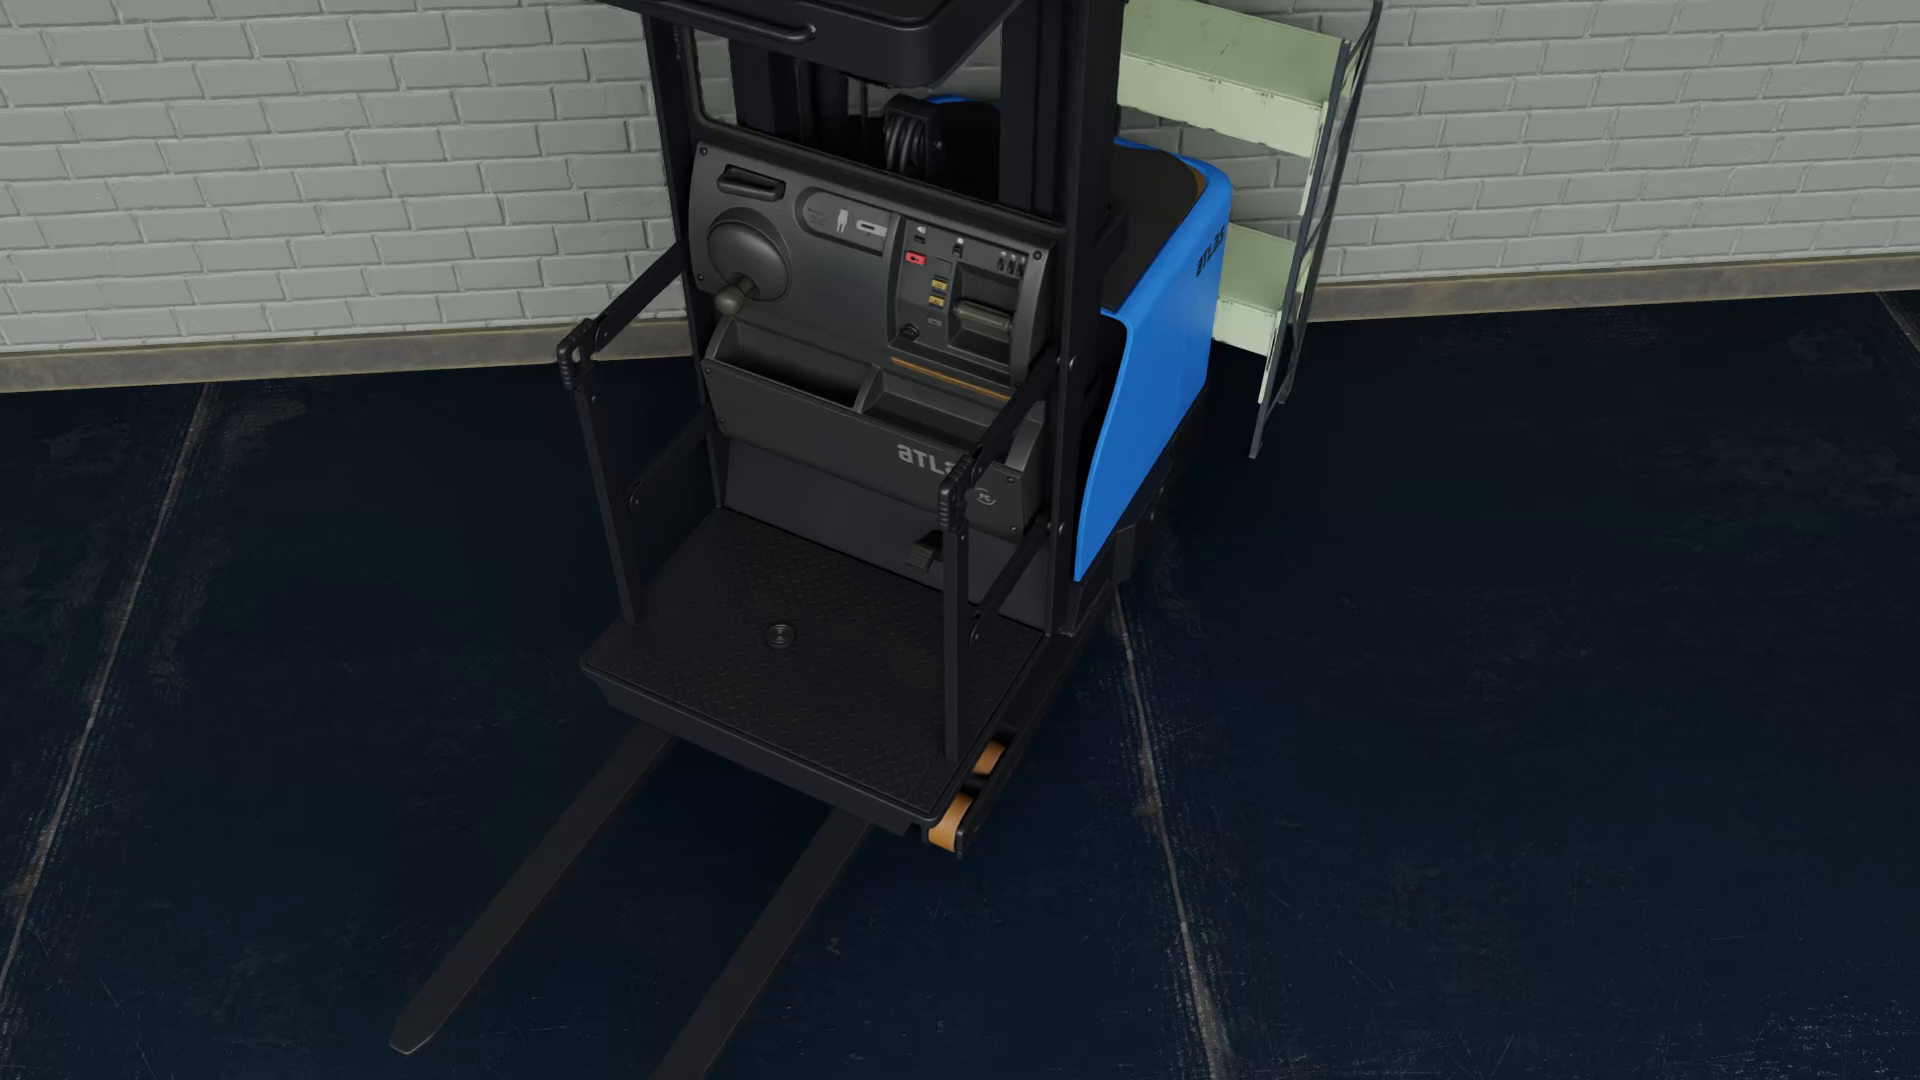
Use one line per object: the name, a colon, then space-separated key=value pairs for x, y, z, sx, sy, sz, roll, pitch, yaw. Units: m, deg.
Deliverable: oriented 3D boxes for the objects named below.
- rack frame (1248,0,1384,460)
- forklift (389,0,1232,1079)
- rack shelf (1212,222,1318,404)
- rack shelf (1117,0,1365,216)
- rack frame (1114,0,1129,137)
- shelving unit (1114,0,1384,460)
rack frame: x=1.077 y=-0.919 z=5.076 sx=0.023 sy=1.500 sz=0.400 roll=20 pitch=48 yaw=16
forklift: x=-0.327 y=-0.553 z=3.755 sx=1.130 sy=2.935 sz=3.031 roll=21 pitch=50 yaw=19
rack shelf: x=0.734 y=-0.813 z=5.410 sx=0.720 sy=0.370 sz=0.431 roll=20 pitch=48 yaw=16
rack shelf: x=0.762 y=-1.313 z=4.898 sx=0.720 sy=0.370 sz=0.431 roll=20 pitch=48 yaw=16
rack frame: x=0.417 y=-1.162 z=5.277 sx=0.023 sy=1.500 sz=0.400 roll=20 pitch=48 yaw=16
shelving unit: x=0.747 y=-1.041 z=5.177 sx=0.755 sy=1.500 sz=0.431 roll=20 pitch=48 yaw=16
